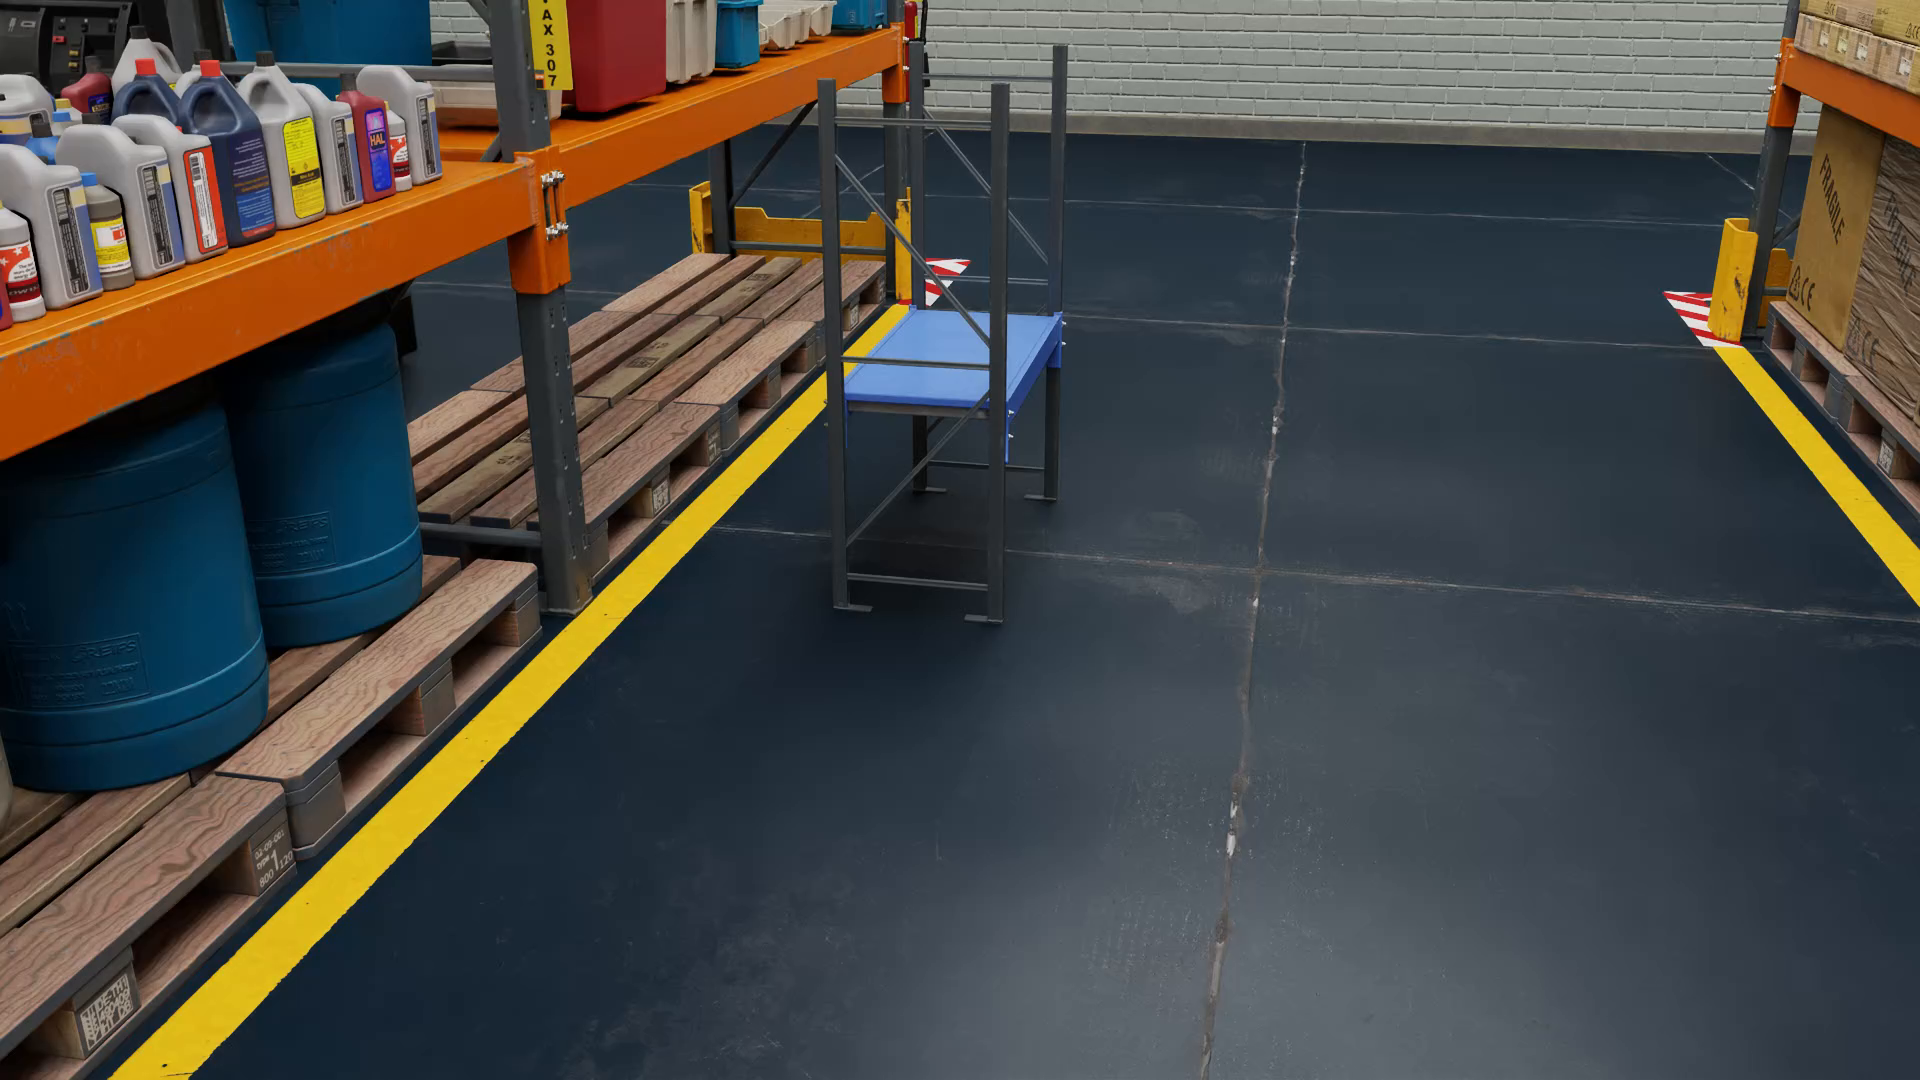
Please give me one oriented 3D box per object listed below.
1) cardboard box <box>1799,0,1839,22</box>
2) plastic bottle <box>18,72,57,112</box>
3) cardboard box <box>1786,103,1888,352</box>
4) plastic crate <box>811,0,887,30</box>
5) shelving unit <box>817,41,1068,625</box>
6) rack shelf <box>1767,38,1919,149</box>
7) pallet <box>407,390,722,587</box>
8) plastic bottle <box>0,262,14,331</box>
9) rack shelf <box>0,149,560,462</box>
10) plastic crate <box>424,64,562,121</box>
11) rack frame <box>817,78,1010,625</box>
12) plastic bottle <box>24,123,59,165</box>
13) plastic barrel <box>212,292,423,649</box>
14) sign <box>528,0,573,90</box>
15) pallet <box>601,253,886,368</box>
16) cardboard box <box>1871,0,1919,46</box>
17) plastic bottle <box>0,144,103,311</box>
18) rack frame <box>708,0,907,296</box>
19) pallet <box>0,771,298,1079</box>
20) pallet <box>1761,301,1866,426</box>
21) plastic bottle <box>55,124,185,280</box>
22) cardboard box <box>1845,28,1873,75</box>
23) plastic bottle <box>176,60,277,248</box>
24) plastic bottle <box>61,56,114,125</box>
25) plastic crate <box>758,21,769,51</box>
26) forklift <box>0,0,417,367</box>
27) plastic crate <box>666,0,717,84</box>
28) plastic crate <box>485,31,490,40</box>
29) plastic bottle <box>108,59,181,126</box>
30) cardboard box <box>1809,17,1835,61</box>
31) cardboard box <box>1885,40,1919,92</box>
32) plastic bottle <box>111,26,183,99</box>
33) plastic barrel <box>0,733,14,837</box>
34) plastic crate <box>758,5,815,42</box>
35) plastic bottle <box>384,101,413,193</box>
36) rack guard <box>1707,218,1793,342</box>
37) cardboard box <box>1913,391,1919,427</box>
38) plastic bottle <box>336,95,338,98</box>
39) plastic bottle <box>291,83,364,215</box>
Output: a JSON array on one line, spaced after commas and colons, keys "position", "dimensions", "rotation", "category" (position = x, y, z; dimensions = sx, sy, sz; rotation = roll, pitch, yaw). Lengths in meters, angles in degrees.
[{"position": [3.720, -2.225, 6.666], "dimensions": [0.500, 0.250, 0.500], "rotation": [4, 22, 9], "category": "cardboard box"}, {"position": [-2.128, -0.937, 3.838], "dimensions": [0.097, 0.271, 0.097], "rotation": [0, 22, 0], "category": "plastic bottle"}, {"position": [4.030, -1.281, 6.801], "dimensions": [0.875, 0.875, 0.875], "rotation": [4, 22, 11], "category": "cardboard box"}, {"position": [-0.652, -2.597, 7.659], "dimensions": [0.616, 0.435, 0.499], "rotation": [4, 22, 11], "category": "plastic crate"}, {"position": [-0.017, -0.665, 4.996], "dimensions": [0.538, 1.500, 1.048], "rotation": [4, 22, 11], "category": "shelving unit"}, {"position": [3.674, -1.247, 5.397], "dimensions": [1.077, 0.370, 4.000], "rotation": [4, 22, 11], "category": "rack shelf"}, {"position": [-1.471, -0.205, 5.580], "dimensions": [1.003, 0.211, 1.213], "rotation": [4, 22, 11], "category": "pallet"}, {"position": [-1.602, -0.463, 2.645], "dimensions": [0.061, 0.283, 0.133], "rotation": [4, 22, 11], "category": "plastic bottle"}, {"position": [-1.991, -0.161, 2.702], "dimensions": [1.077, 0.370, 4.000], "rotation": [4, 22, 11], "category": "rack shelf"}, {"position": [-1.348, -1.291, 4.818], "dimensions": [0.396, 0.136, 0.243], "rotation": [4, 22, 11], "category": "plastic crate"}, {"position": [-0.121, -0.479, 4.534], "dimensions": [0.500, 1.500, 0.032], "rotation": [4, 22, 11], "category": "rack frame"}, {"position": [-1.678, -0.634, 3.084], "dimensions": [0.097, 0.271, 0.097], "rotation": [0, 22, 0], "category": "plastic bottle"}, {"position": [-1.711, -0.250, 4.207], "dimensions": [0.600, 0.901, 0.708], "rotation": [4, 22, 11], "category": "plastic barrel"}, {"position": [-1.045, -1.312, 4.226], "dimensions": [0.100, 0.325, 0.005], "rotation": [4, 22, 11], "category": "sign"}, {"position": [-0.973, -1.097, 7.796], "dimensions": [1.003, 0.211, 1.213], "rotation": [4, 22, 11], "category": "pallet"}, {"position": [3.514, -1.851, 5.737], "dimensions": [0.500, 0.250, 0.500], "rotation": [4, 22, 9], "category": "cardboard box"}, {"position": [-1.599, -0.548, 2.865], "dimensions": [0.152, 0.276, 0.135], "rotation": [4, 22, 11], "category": "plastic bottle"}, {"position": [-0.767, -2.689, 8.016], "dimensions": [1.000, 3.000, 0.127], "rotation": [4, 22, 11], "category": "rack frame"}, {"position": [-2.028, 0.793, 3.101], "dimensions": [1.003, 0.211, 1.213], "rotation": [4, 22, 11], "category": "pallet"}, {"position": [3.995, -0.720, 6.859], "dimensions": [1.003, 0.211, 1.213], "rotation": [4, 22, 11], "category": "pallet"}, {"position": [-1.552, -0.633, 3.076], "dimensions": [0.152, 0.276, 0.135], "rotation": [4, 22, 11], "category": "plastic bottle"}, {"position": [3.531, -1.808, 6.163], "dimensions": [0.380, 0.149, 0.250], "rotation": [4, 22, 10], "category": "cardboard box"}, {"position": [-1.488, -0.775, 3.329], "dimensions": [0.144, 0.351, 0.185], "rotation": [4, 22, 11], "category": "plastic bottle"}, {"position": [-2.103, -1.022, 4.032], "dimensions": [0.061, 0.283, 0.133], "rotation": [4, 22, 11], "category": "plastic bottle"}, {"position": [-0.904, -1.965, 6.489], "dimensions": [0.298, 0.136, 0.250], "rotation": [4, 22, 11], "category": "plastic crate"}, {"position": [-3.309, -1.668, 5.573], "dimensions": [1.130, 2.935, 3.031], "rotation": [7, 23, 17], "category": "forklift"}, {"position": [-1.091, -1.744, 5.747], "dimensions": [0.437, 0.282, 0.530], "rotation": [4, 22, 11], "category": "plastic crate"}, {"position": [-1.522, -1.792, 6.060], "dimensions": [0.293, 0.136, 0.466], "rotation": [4, 22, 11], "category": "plastic crate"}, {"position": [-1.629, -0.786, 3.356], "dimensions": [0.144, 0.351, 0.185], "rotation": [4, 22, 11], "category": "plastic bottle"}, {"position": [3.635, -1.997, 6.633], "dimensions": [0.380, 0.149, 0.250], "rotation": [4, 22, 10], "category": "cardboard box"}, {"position": [3.426, -1.620, 5.698], "dimensions": [0.380, 0.149, 0.250], "rotation": [4, 22, 10], "category": "cardboard box"}, {"position": [-1.980, -1.085, 4.098], "dimensions": [0.144, 0.351, 0.185], "rotation": [4, 22, 11], "category": "plastic bottle"}, {"position": [-2.058, 0.389, 3.141], "dimensions": [0.421, 0.512, 0.421], "rotation": [0, 22, 0], "category": "plastic barrel"}, {"position": [-0.829, -2.178, 7.019], "dimensions": [0.396, 0.136, 0.243], "rotation": [4, 22, 11], "category": "plastic crate"}, {"position": [-1.344, -0.921, 3.891], "dimensions": [0.097, 0.201, 0.097], "rotation": [0, 22, 0], "category": "plastic bottle"}, {"position": [4.087, -1.161, 7.568], "dimensions": [1.175, 0.500, 0.348], "rotation": [4, 22, 11], "category": "rack guard"}, {"position": [3.662, -0.623, 5.166], "dimensions": [0.875, 0.875, 0.875], "rotation": [4, 22, 11], "category": "cardboard box"}, {"position": [-1.473, -0.968, 4.009], "dimensions": [0.097, 0.201, 0.097], "rotation": [0, 22, 0], "category": "plastic bottle"}, {"position": [-1.422, -0.867, 3.656], "dimensions": [0.152, 0.276, 0.135], "rotation": [4, 22, 11], "category": "plastic bottle"}]
